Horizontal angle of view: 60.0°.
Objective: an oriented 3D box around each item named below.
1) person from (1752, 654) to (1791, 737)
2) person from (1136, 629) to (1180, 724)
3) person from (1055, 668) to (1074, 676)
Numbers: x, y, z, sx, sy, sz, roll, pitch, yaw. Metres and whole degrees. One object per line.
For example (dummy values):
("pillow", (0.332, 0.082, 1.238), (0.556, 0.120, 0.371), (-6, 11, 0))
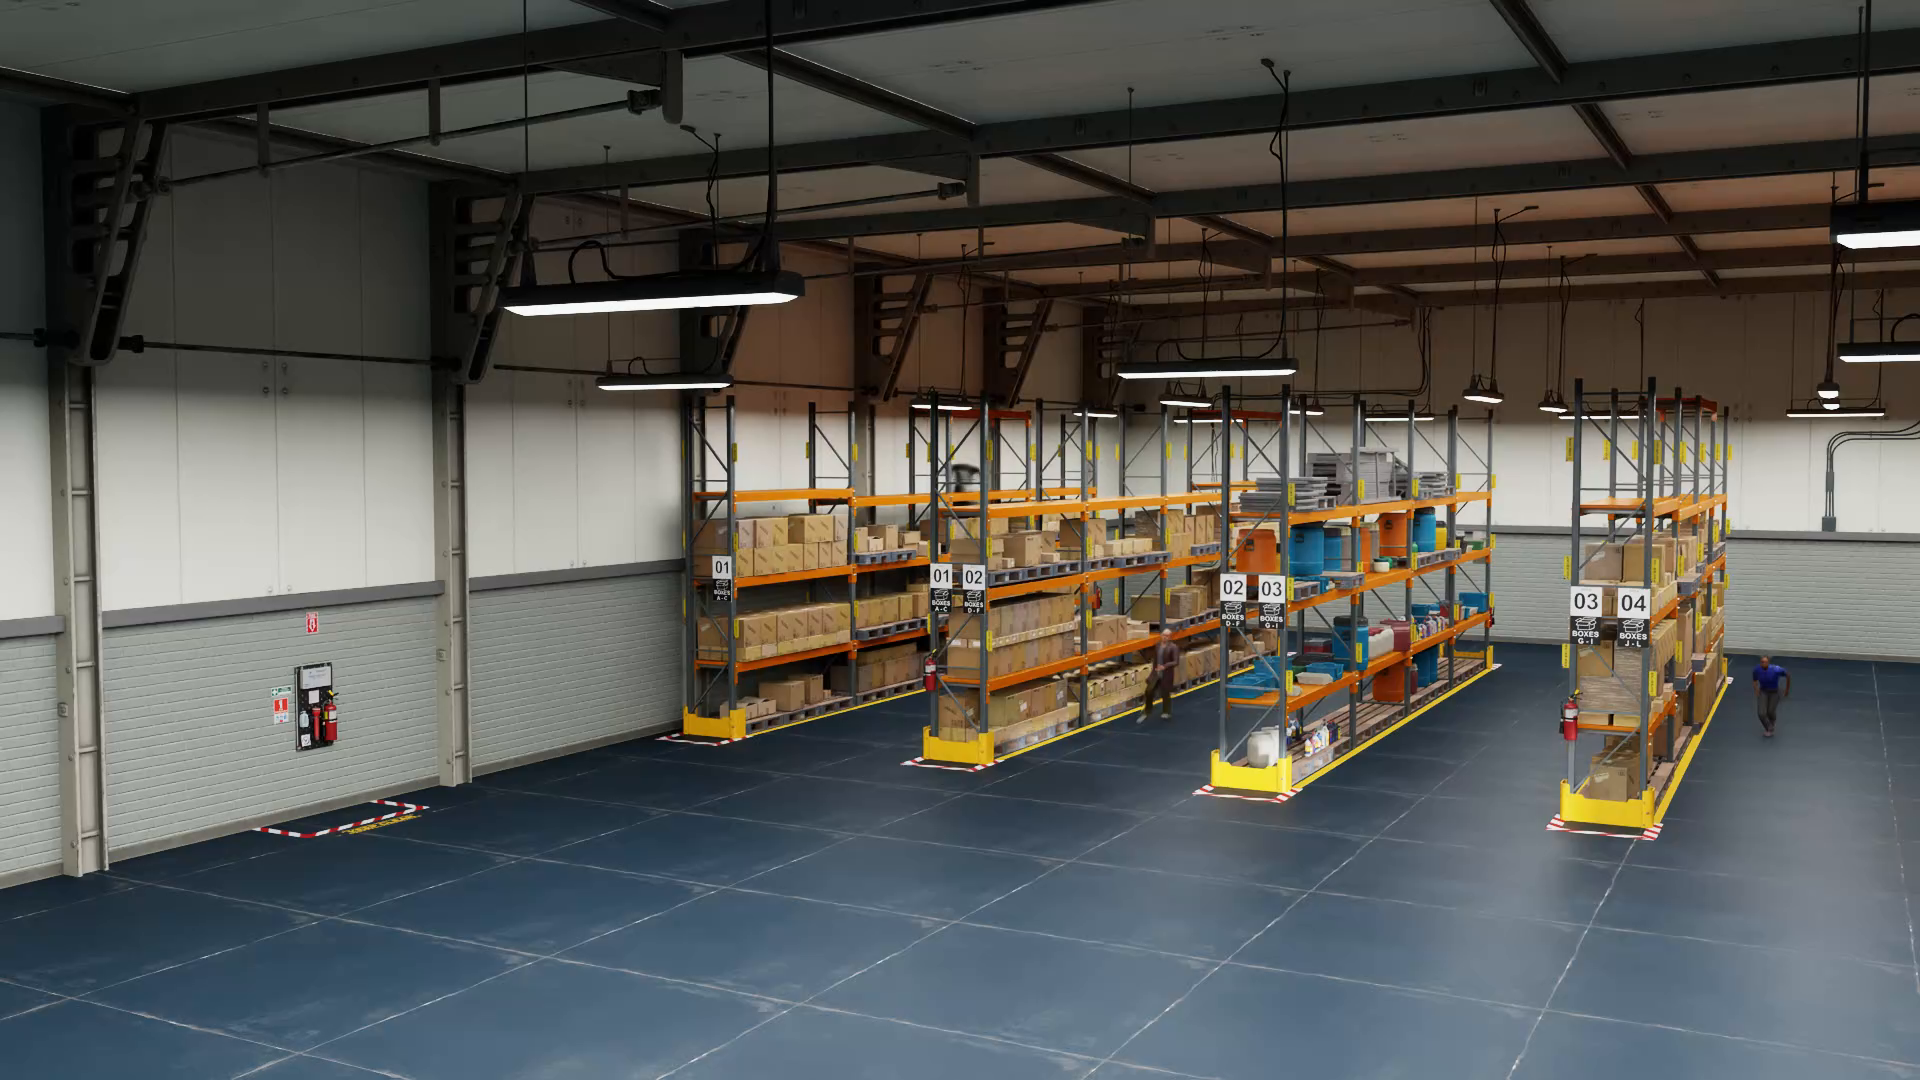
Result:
("person", (14.230, 2.729, 29.181), (0.593, 1.489, 0.782), (2, 4, 38))
("person", (3.732, 2.496, 30.614), (0.751, 1.749, 0.901), (2, 4, 33))
("person", (2.256, 2.310, 35.623), (0.581, 1.702, 0.713), (1, 3, 24))
